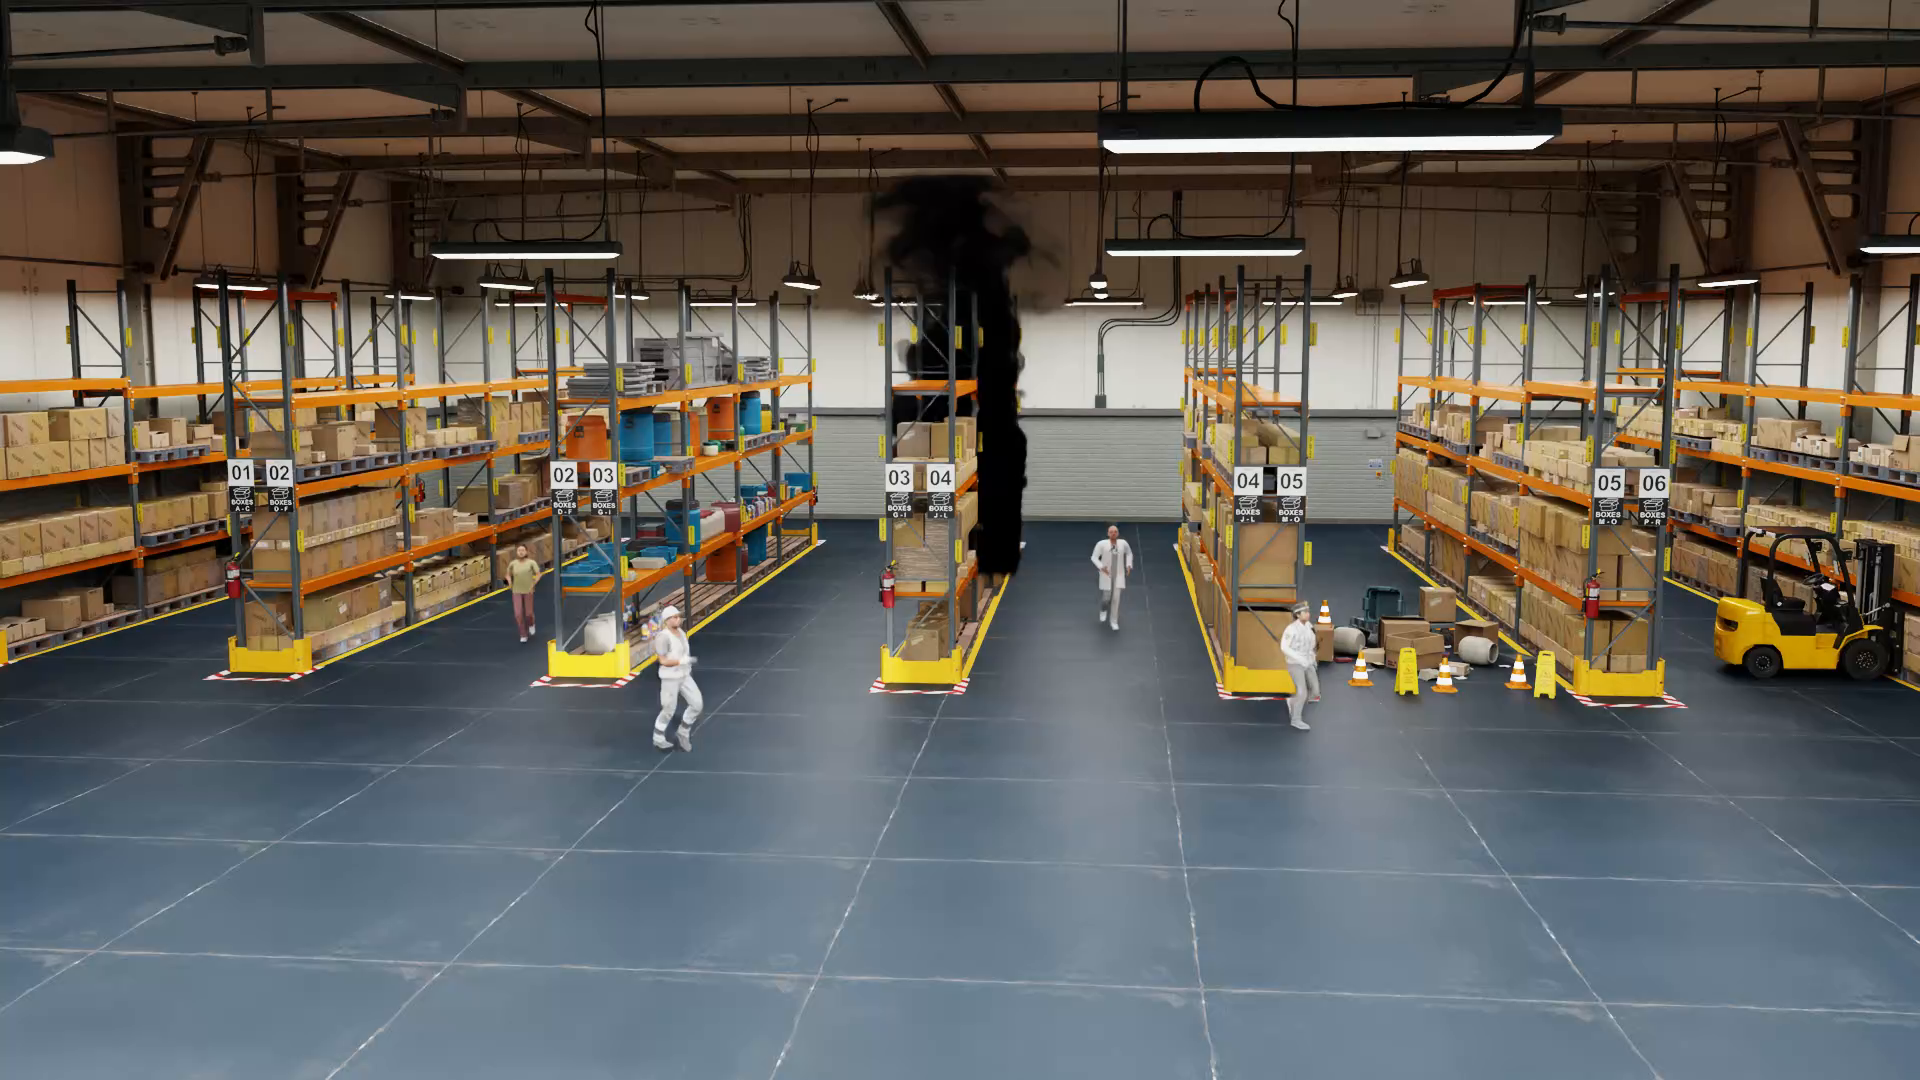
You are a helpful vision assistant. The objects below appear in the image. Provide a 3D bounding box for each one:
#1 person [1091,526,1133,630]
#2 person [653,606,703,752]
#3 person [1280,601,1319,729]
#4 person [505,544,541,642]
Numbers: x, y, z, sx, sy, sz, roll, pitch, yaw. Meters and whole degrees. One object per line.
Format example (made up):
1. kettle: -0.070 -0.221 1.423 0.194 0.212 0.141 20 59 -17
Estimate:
1. person: 2.648 0.631 28.890 0.737 1.775 0.836 0 7 -4
2. person: -3.408 1.686 20.063 0.712 1.794 0.639 4 8 32
3. person: 4.359 1.593 21.351 0.638 1.659 0.548 -5 9 -36
4. person: -7.218 0.864 27.481 0.578 1.619 0.569 -1 7 -6
